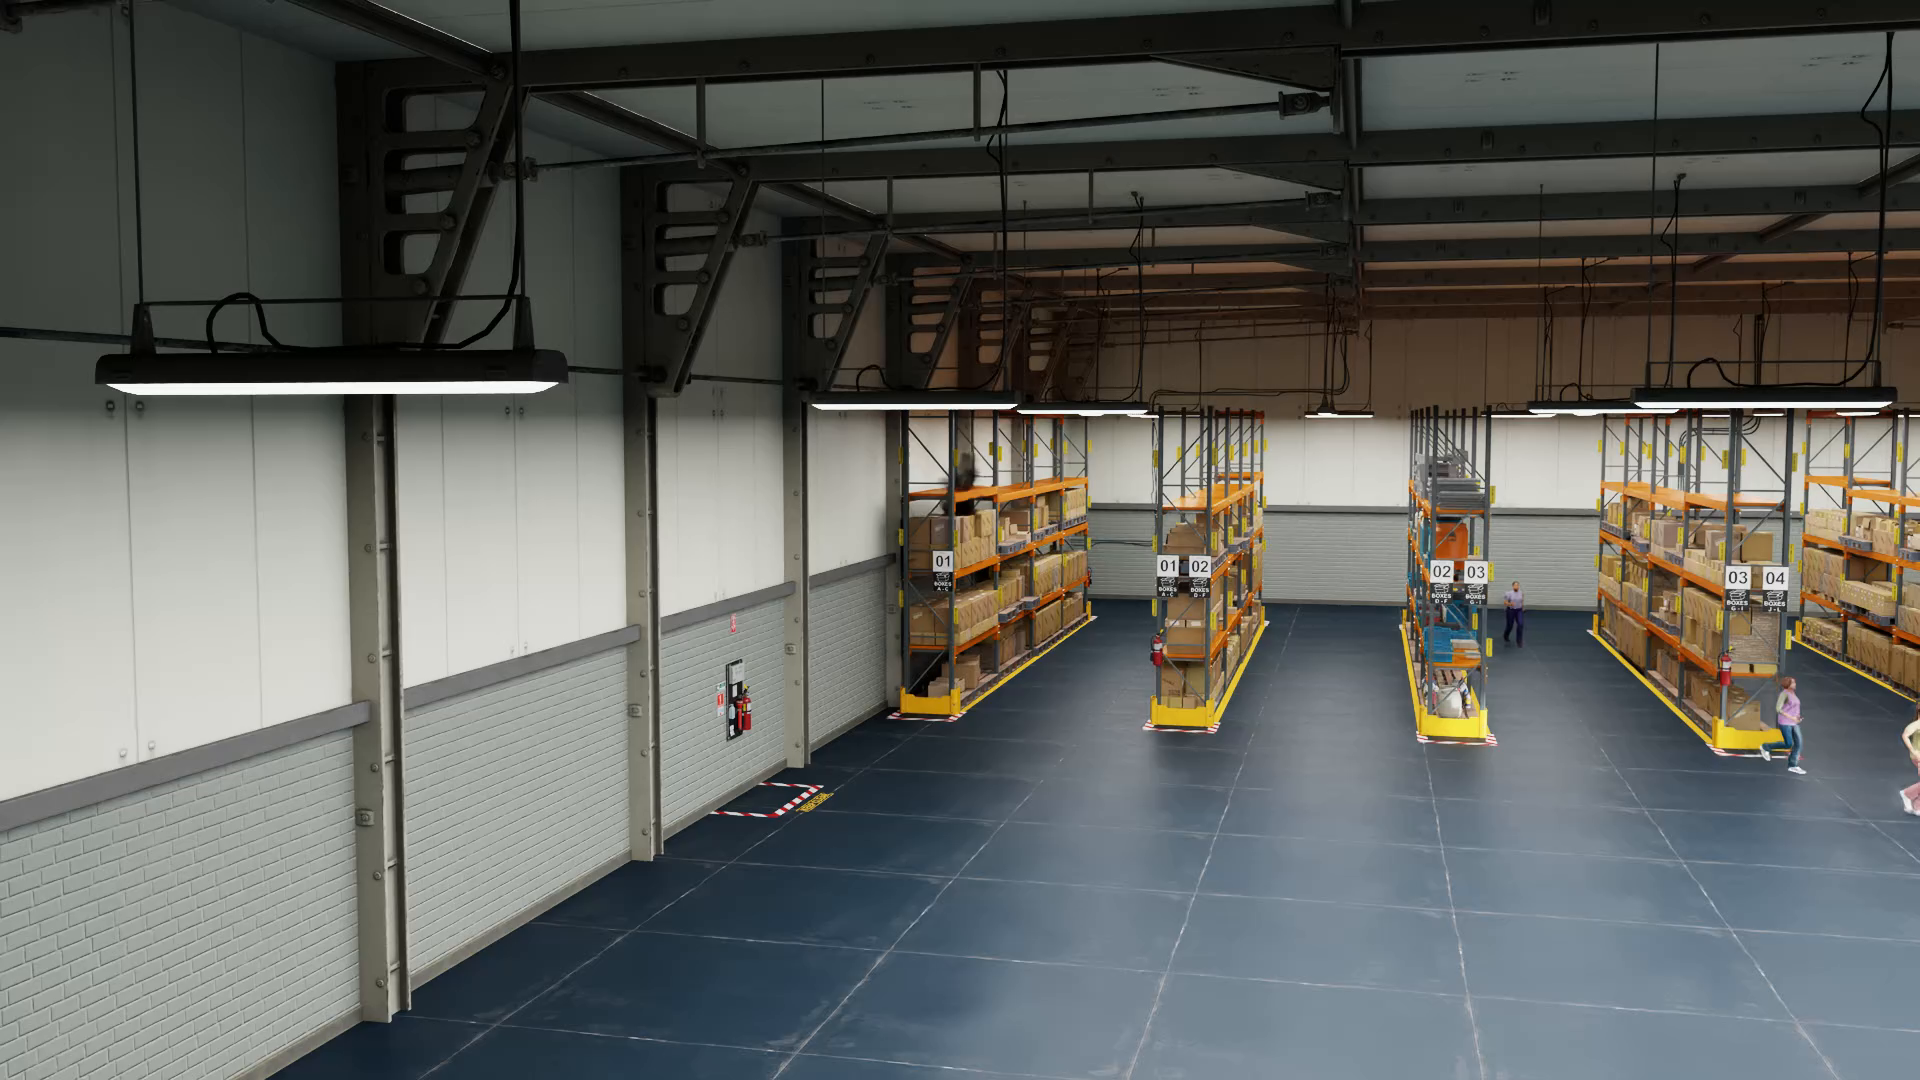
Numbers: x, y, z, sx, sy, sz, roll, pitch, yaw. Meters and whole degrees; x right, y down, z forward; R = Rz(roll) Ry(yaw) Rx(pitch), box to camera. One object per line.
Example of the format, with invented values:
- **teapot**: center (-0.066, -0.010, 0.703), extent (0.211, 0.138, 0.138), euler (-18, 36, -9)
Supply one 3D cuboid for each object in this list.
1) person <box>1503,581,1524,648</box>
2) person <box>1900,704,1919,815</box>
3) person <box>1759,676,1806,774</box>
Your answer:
- **person**: center (14.119, 1.867, 42.398), extent (0.580, 1.668, 0.896), euler (0, 4, 1)
- **person**: center (13.947, 3.175, 24.067), extent (0.624, 1.638, 0.514), euler (-4, 6, -43)
- **person**: center (13.473, 2.997, 27.164), extent (0.554, 1.576, 0.732), euler (-3, 5, -40)
